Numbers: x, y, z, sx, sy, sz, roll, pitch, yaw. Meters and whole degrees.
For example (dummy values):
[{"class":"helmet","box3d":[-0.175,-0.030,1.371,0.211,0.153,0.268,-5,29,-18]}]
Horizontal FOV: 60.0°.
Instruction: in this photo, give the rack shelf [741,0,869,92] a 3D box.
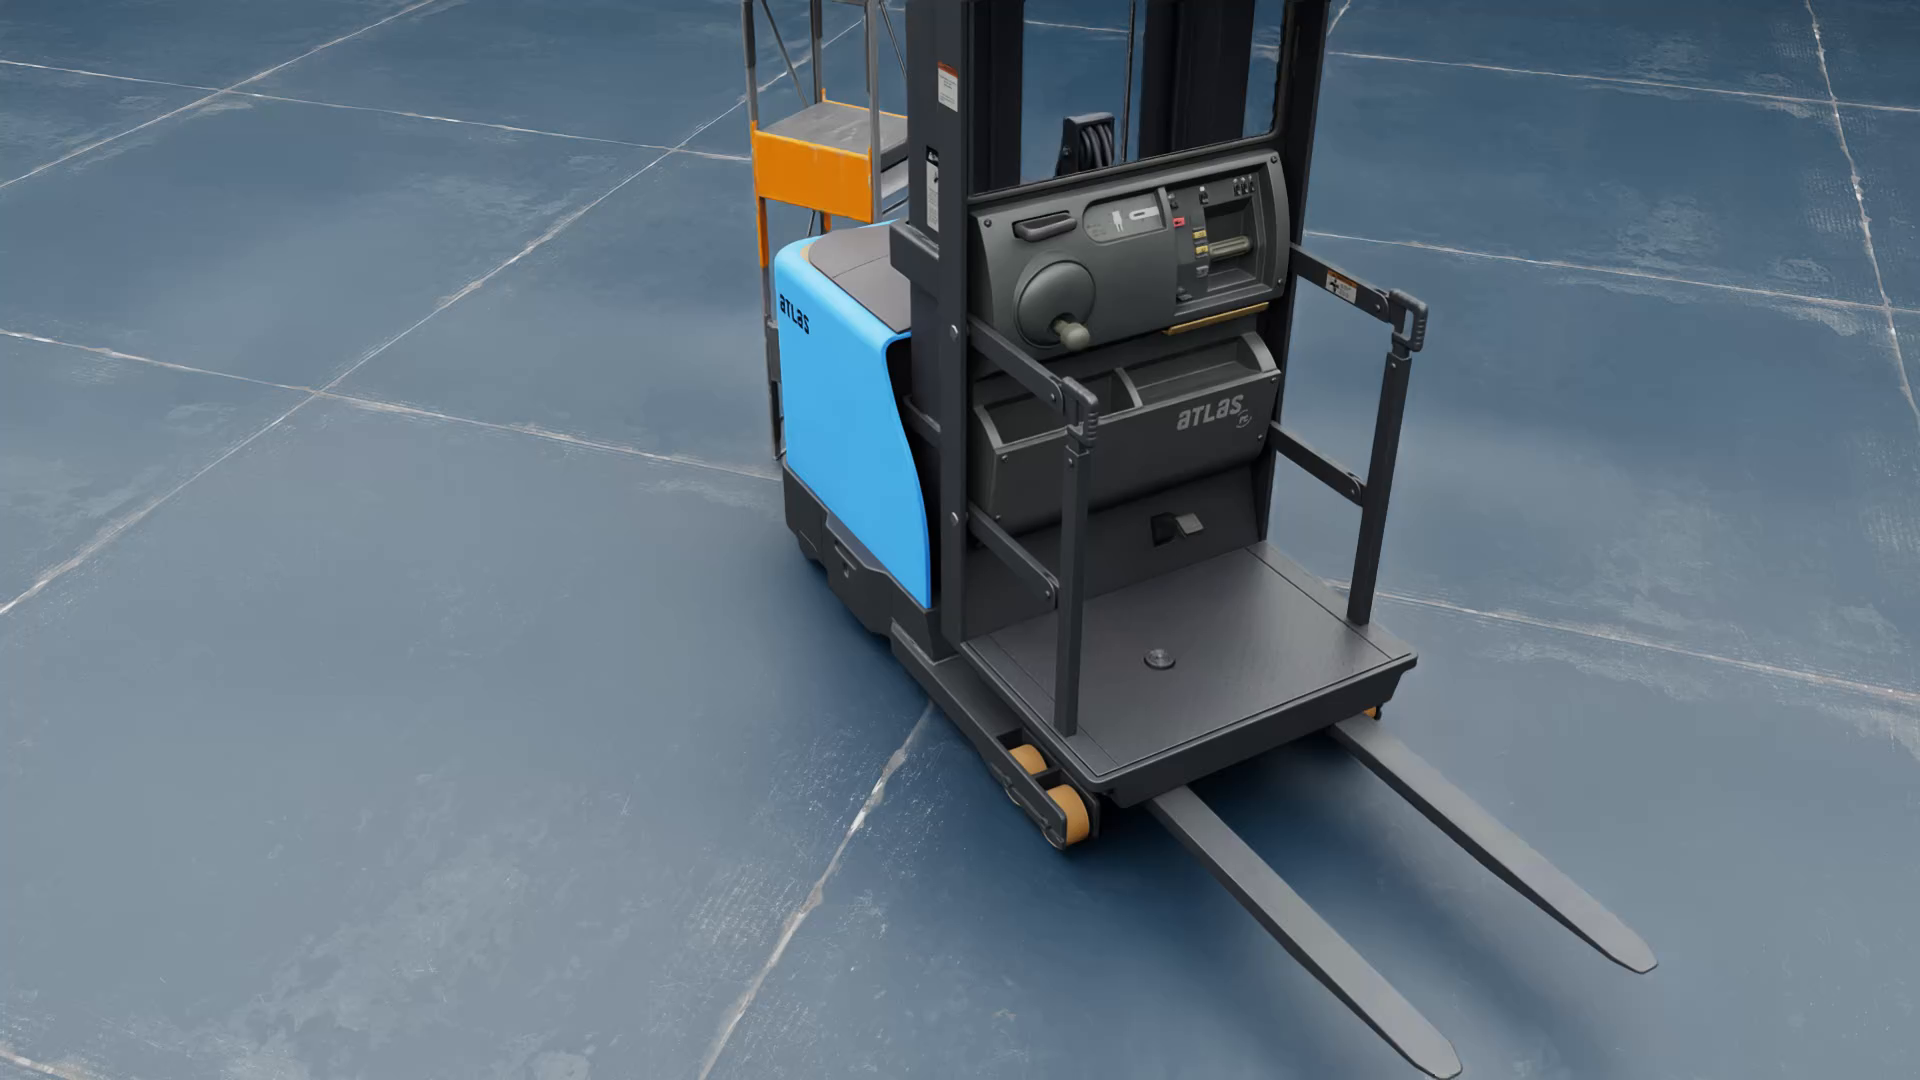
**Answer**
[{"class":"rack shelf","box3d":[-0.382,-1.781,5.307,0.480,0.518,0.431,19,37,26]}]

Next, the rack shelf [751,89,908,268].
[{"class":"rack shelf","box3d":[-0.382,-1.193,5.687,0.480,0.518,0.431,19,37,26]}]

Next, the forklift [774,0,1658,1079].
[{"class":"forklift","box3d":[0.570,-0.691,4.118,1.130,2.935,3.031,-17,37,-25]}]

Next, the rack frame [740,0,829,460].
[{"class":"rack frame","box3d":[-0.589,-1.274,5.787,0.015,2.100,0.400,19,37,26]}]

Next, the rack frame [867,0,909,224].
[{"class":"rack frame","box3d":[-0.174,-1.134,5.571,0.015,2.100,0.400,19,37,26]}]

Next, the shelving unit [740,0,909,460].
[{"class":"shelving unit","box3d":[-0.382,-1.204,5.679,0.503,2.100,0.431,19,37,26]}]

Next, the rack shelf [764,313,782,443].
[{"class":"rack shelf","box3d":[-0.381,-0.605,6.066,0.480,0.518,0.431,19,37,26]}]
